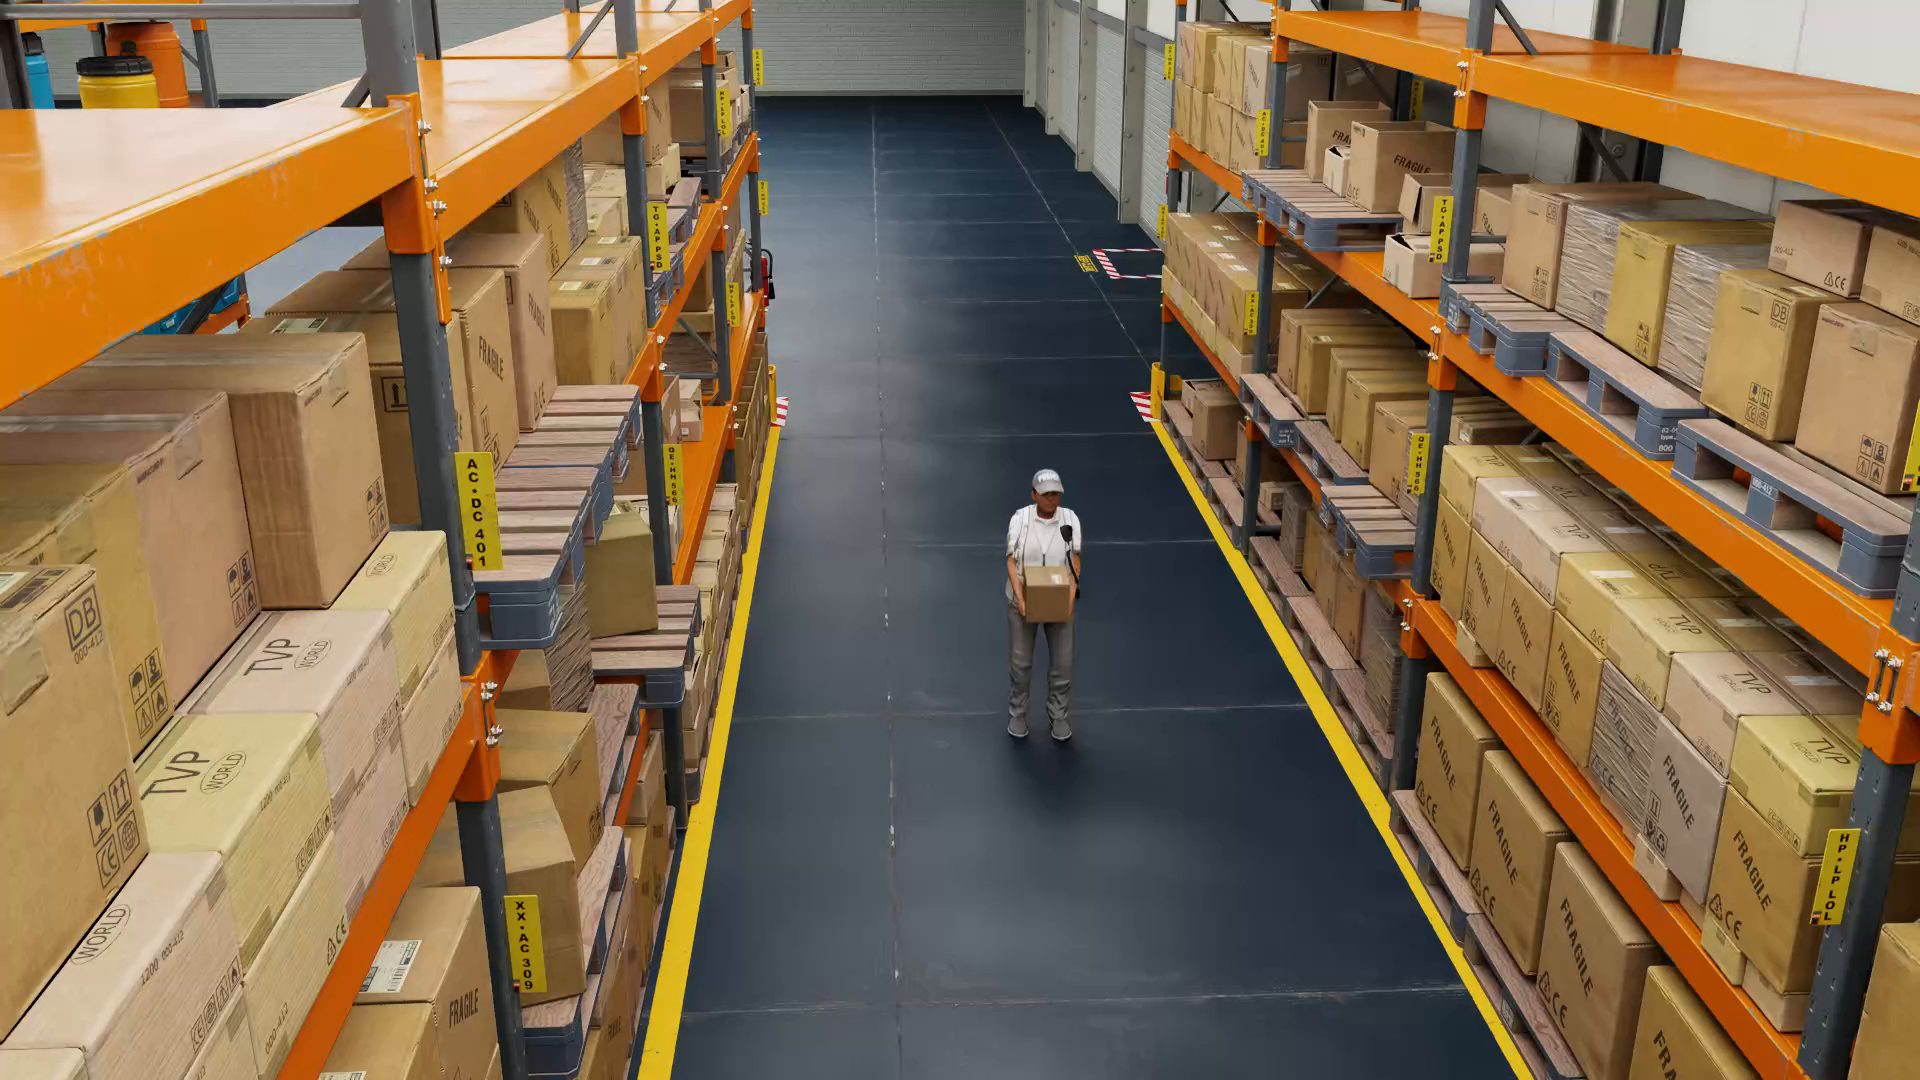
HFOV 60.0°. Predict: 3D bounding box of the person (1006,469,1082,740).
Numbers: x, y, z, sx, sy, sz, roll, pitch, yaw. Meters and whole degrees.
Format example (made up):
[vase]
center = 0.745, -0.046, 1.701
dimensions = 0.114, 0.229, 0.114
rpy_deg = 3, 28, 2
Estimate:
[person]
center = 0.506, 0.404, 10.010
dimensions = 0.452, 1.653, 0.534
rpy_deg = -1, 21, -2
